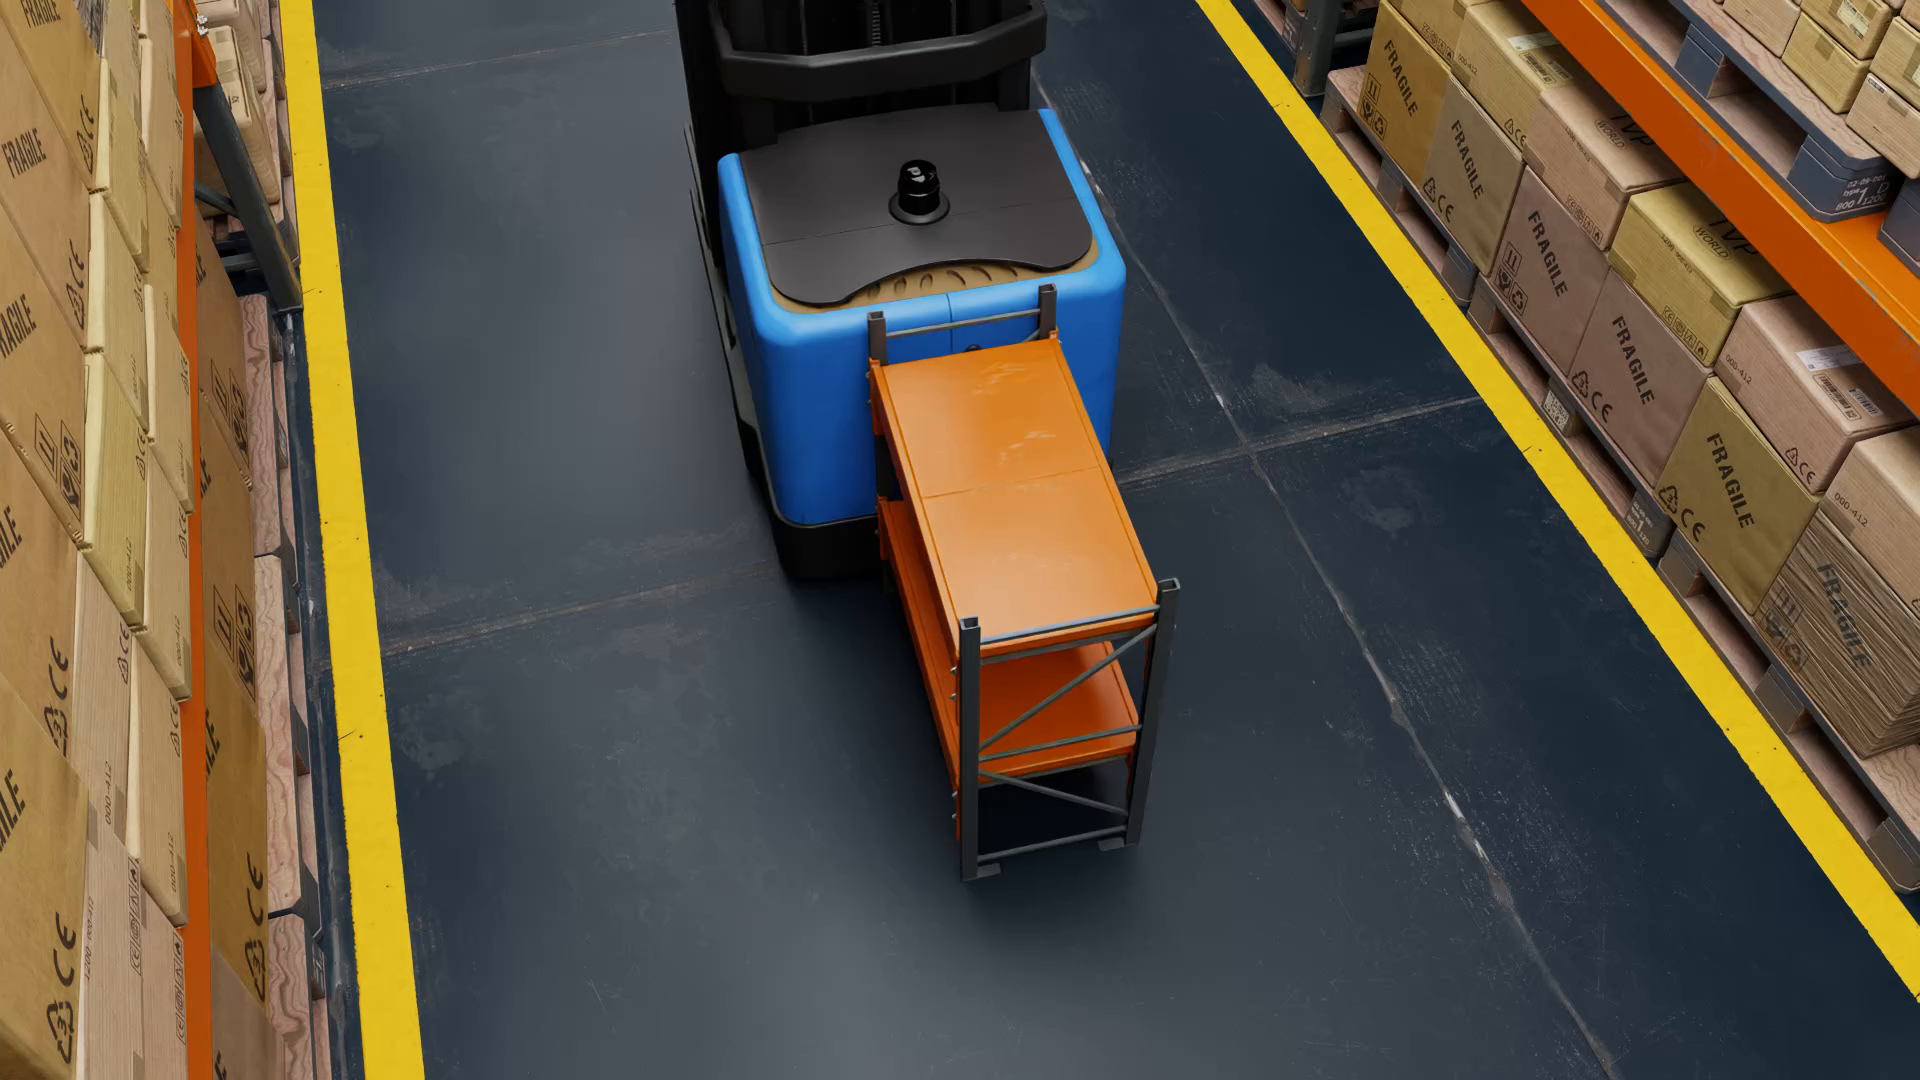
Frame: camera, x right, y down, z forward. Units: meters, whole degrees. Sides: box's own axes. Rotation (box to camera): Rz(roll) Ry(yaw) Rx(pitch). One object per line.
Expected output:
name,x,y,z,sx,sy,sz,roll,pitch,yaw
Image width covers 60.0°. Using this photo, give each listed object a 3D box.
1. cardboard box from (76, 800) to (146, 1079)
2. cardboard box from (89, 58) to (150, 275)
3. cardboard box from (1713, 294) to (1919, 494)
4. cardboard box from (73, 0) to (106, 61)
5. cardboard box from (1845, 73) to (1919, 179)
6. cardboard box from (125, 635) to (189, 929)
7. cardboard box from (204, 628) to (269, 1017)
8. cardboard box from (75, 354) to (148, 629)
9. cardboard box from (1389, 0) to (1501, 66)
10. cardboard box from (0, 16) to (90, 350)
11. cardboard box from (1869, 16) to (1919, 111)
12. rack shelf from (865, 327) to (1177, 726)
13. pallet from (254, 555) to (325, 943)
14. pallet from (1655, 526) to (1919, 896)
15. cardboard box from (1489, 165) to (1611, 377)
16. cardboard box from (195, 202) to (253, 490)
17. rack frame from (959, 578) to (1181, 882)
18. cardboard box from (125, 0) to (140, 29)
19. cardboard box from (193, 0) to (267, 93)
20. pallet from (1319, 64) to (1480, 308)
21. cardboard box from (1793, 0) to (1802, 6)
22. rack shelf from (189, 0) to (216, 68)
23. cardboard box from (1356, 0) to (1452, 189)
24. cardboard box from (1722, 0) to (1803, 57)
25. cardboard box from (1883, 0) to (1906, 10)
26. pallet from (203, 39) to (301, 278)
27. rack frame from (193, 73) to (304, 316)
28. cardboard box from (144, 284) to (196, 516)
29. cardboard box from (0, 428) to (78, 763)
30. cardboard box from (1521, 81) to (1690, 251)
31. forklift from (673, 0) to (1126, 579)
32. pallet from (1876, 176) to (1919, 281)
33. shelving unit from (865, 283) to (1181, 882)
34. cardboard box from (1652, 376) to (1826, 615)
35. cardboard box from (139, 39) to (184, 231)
cardboard box,-1.518,0.703,2.466,0.500,0.250,0.500,-15,51,-12
cardboard box,-2.128,-0.794,3.728,0.500,0.250,0.500,-15,51,-12
cardboard box,2.441,-0.429,4.519,0.500,0.250,0.500,-11,51,-9
cardboard box,-2.277,-1.384,3.735,0.500,0.500,0.500,-13,51,-10
cardboard box,2.424,-1.049,4.062,0.380,0.149,0.250,-15,52,-13
cardboard box,-1.689,0.491,2.972,0.500,0.250,0.500,-14,51,-12
cardboard box,-2.191,0.658,3.849,0.875,0.875,0.875,-12,51,-10
cardboard box,-1.822,-0.046,3.098,0.500,0.250,0.500,-13,51,-11
cardboard box,1.832,-1.926,5.782,0.500,0.250,0.500,-15,52,-13
cardboard box,-1.994,-0.648,3.115,0.500,0.500,0.500,-14,51,-12
cardboard box,2.425,-1.151,3.954,0.380,0.149,0.250,-16,52,-13
rack shelf,0.126,-0.064,4.186,0.538,0.278,1.000,-10,51,-9
pallet,-2.321,0.661,4.555,1.003,0.211,1.213,-13,51,-11
pallet,2.810,0.339,4.826,1.003,0.211,1.213,-13,51,-11
cardboard box,2.133,-0.928,5.431,0.500,0.500,0.500,-14,51,-12
cardboard box,-2.715,-0.648,4.949,0.875,0.875,0.875,-14,51,-11
rack frame,0.244,0.502,4.091,0.500,1.125,0.032,-10,51,-9
cardboard box,-2.454,-1.537,4.355,0.500,0.250,0.500,-13,51,-11
cardboard box,-3.223,-1.961,6.385,0.950,0.372,0.625,-14,51,-12
pallet,2.089,-1.444,6.329,1.003,0.211,1.213,-13,51,-11
cardboard box,2.276,-1.529,4.272,0.380,0.149,0.250,-12,51,-10
rack shelf,-3.431,-2.949,6.245,1.077,0.370,4.000,-13,51,-11
cardboard box,1.825,-1.669,6.055,0.500,0.500,0.500,-15,52,-13
cardboard box,2.268,-1.437,4.389,0.380,0.149,0.250,-15,51,-12
cardboard box,2.352,-1.439,4.002,0.380,0.149,0.250,-15,52,-13
pallet,-3.069,-1.393,6.286,1.003,0.211,1.213,-13,51,-11
rack frame,-2.840,-1.720,4.738,1.000,3.000,0.127,-13,51,-11
cardboard box,-1.965,-0.254,3.601,0.500,0.250,0.500,-14,51,-12
cardboard box,-1.689,0.095,2.489,0.500,0.500,0.500,-14,51,-11
cardboard box,2.116,-1.192,5.162,0.500,0.250,0.500,-13,51,-11
forklift,-0.373,-1.981,5.003,1.130,2.935,3.031,-10,51,-9
pallet,2.955,-0.521,3.853,1.003,0.211,1.213,-13,51,-11
shelving unit,0.126,0.124,4.410,0.538,1.125,1.048,-10,51,-9
cardboard box,2.431,-0.180,4.800,0.500,0.500,0.500,-14,51,-12
cardboard box,-2.276,-0.992,4.222,0.500,0.250,0.500,-12,51,-10
